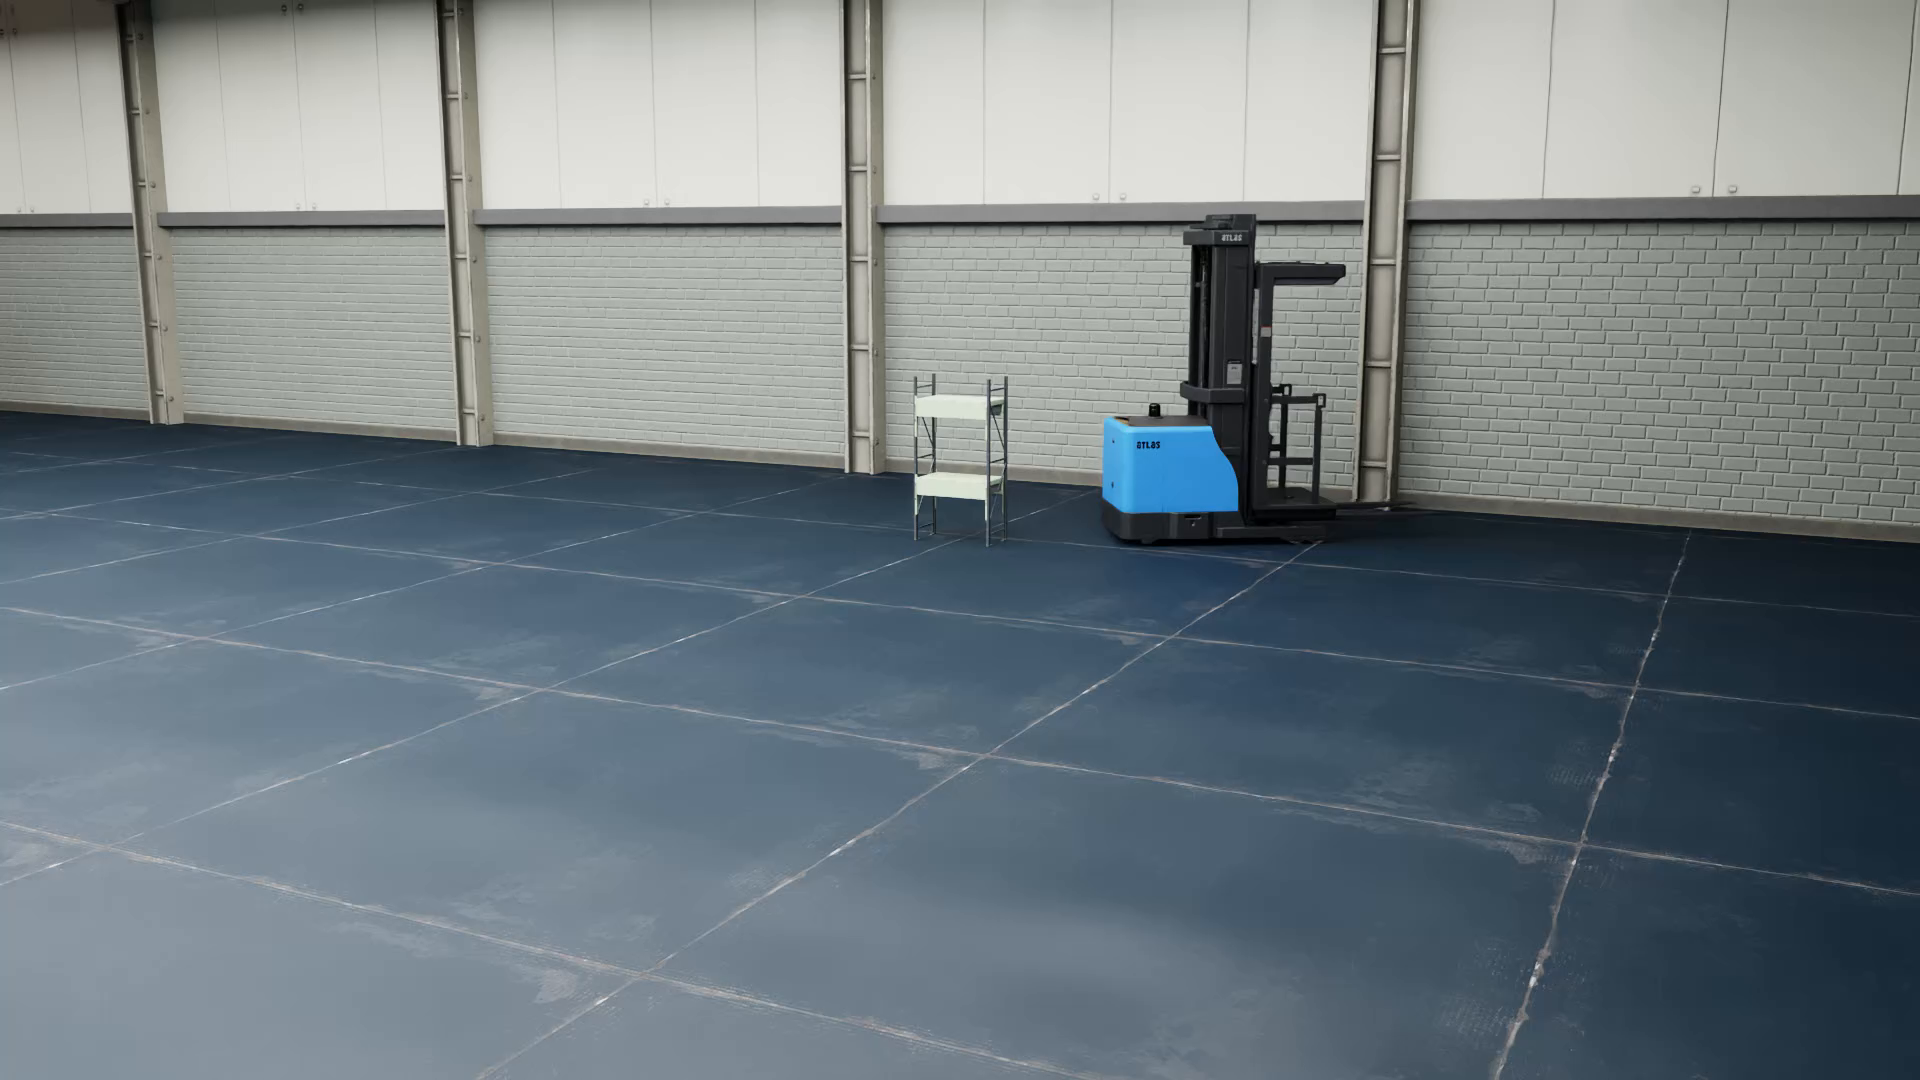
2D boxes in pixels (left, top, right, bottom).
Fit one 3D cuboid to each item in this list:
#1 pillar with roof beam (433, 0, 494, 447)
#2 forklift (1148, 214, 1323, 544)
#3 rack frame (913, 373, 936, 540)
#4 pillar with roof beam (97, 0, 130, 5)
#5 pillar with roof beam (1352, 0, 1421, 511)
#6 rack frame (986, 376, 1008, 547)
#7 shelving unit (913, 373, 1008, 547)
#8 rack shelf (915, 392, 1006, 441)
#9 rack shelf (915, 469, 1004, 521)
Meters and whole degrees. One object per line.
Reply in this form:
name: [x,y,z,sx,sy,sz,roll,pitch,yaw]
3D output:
pillar with roof beam: [-8.406,-5.023,17.736,0.400,9.000,9.100,5,11,26]
forklift: [2.890,-1.495,15.282,3.031,2.935,1.121,-1,10,-7]
rack frame: [-0.322,-0.766,15.273,0.023,1.500,0.400,5,11,26]
pillar with roof beam: [-13.871,-8.424,19.645,0.548,2.987,8.718,5,11,26]
pillar with roof beam: [2.356,-4.077,12.512,0.400,9.000,9.100,5,11,26]
rack frame: [0.334,-0.709,14.954,0.023,1.500,0.400,5,11,26]
shelving unit: [0.006,-0.737,15.114,0.755,1.500,0.431,5,11,26]
rack shelf: [0.006,-1.122,15.044,0.720,0.370,0.431,5,11,26]
rack shelf: [0.006,-0.417,15.172,0.720,0.370,0.431,5,11,26]
